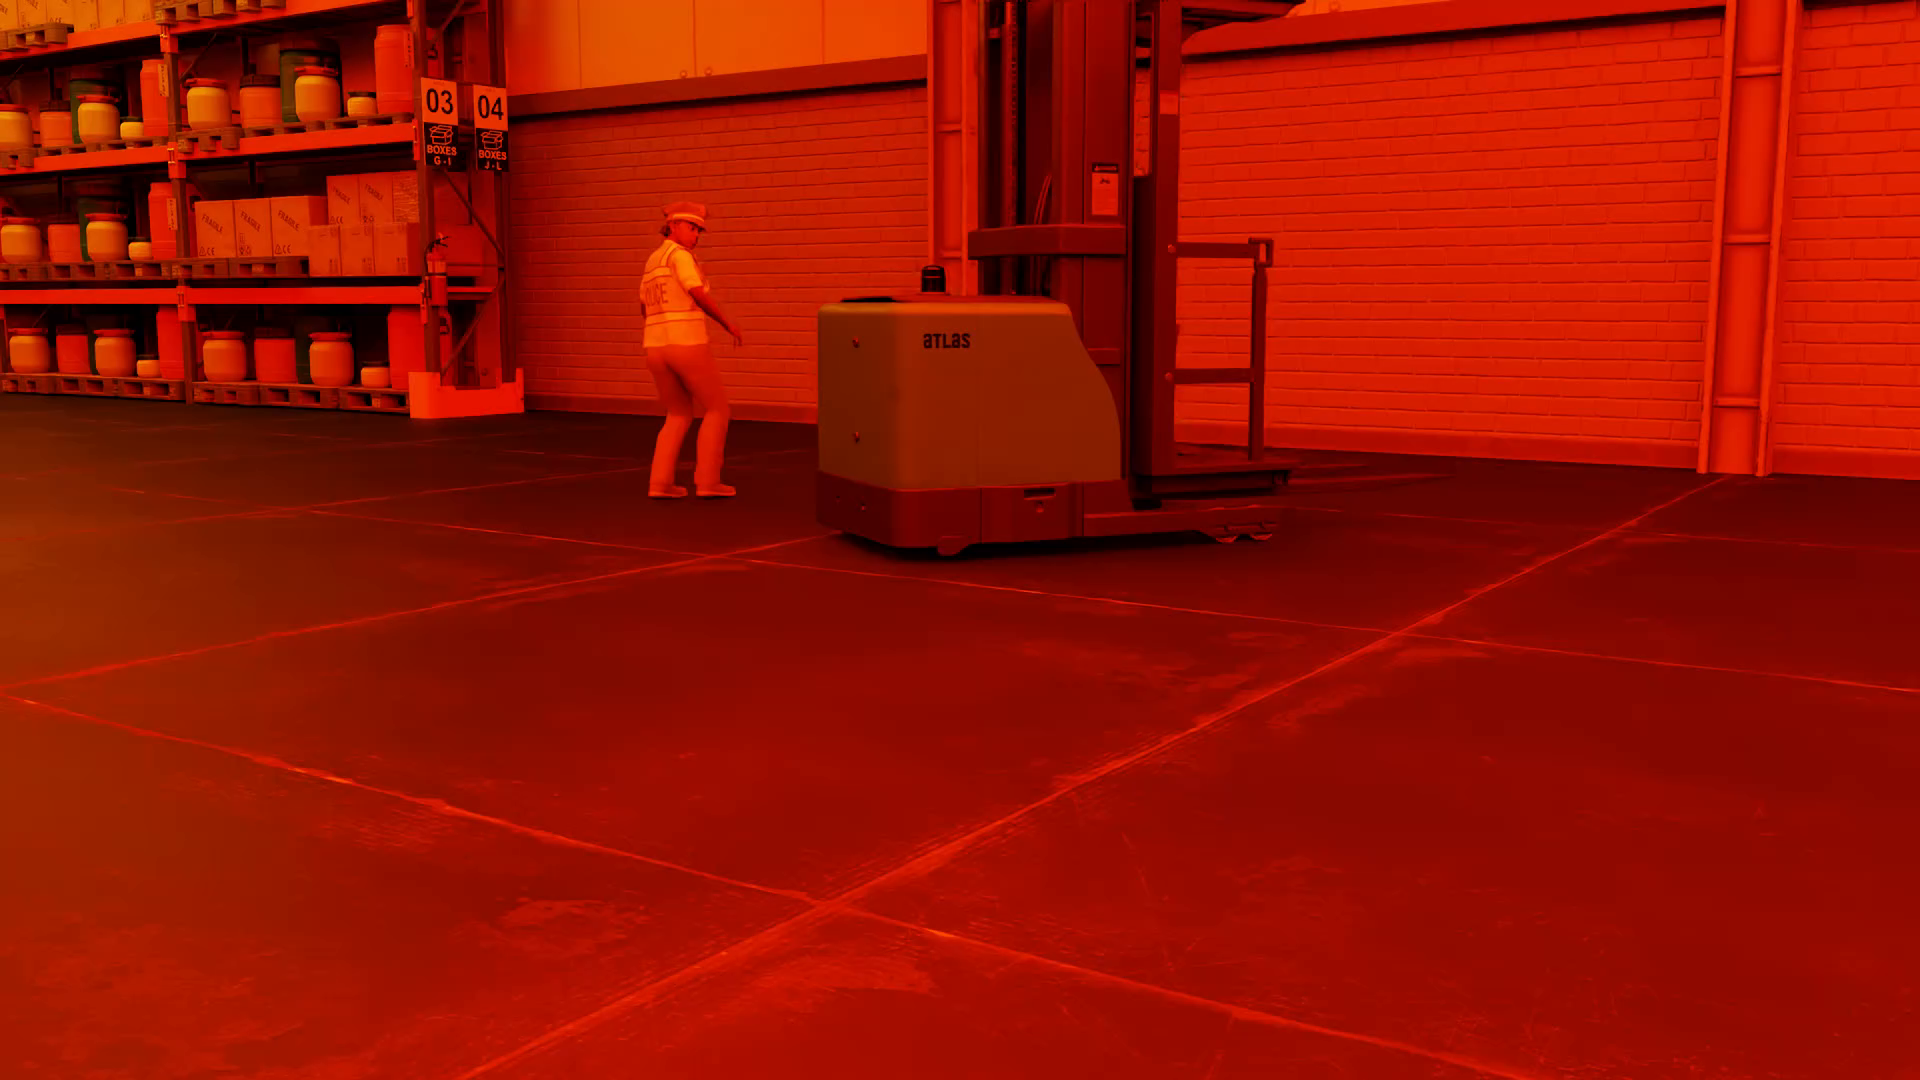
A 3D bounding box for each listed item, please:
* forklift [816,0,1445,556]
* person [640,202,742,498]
[{"bbox_3d":[0.894,-1.499,7.736,3.031,2.935,1.130,-4,9,-25],"label":"forklift"},{"bbox_3d":[-1.524,-1.033,9.180,0.669,1.629,0.492,8,11,43],"label":"person"}]
